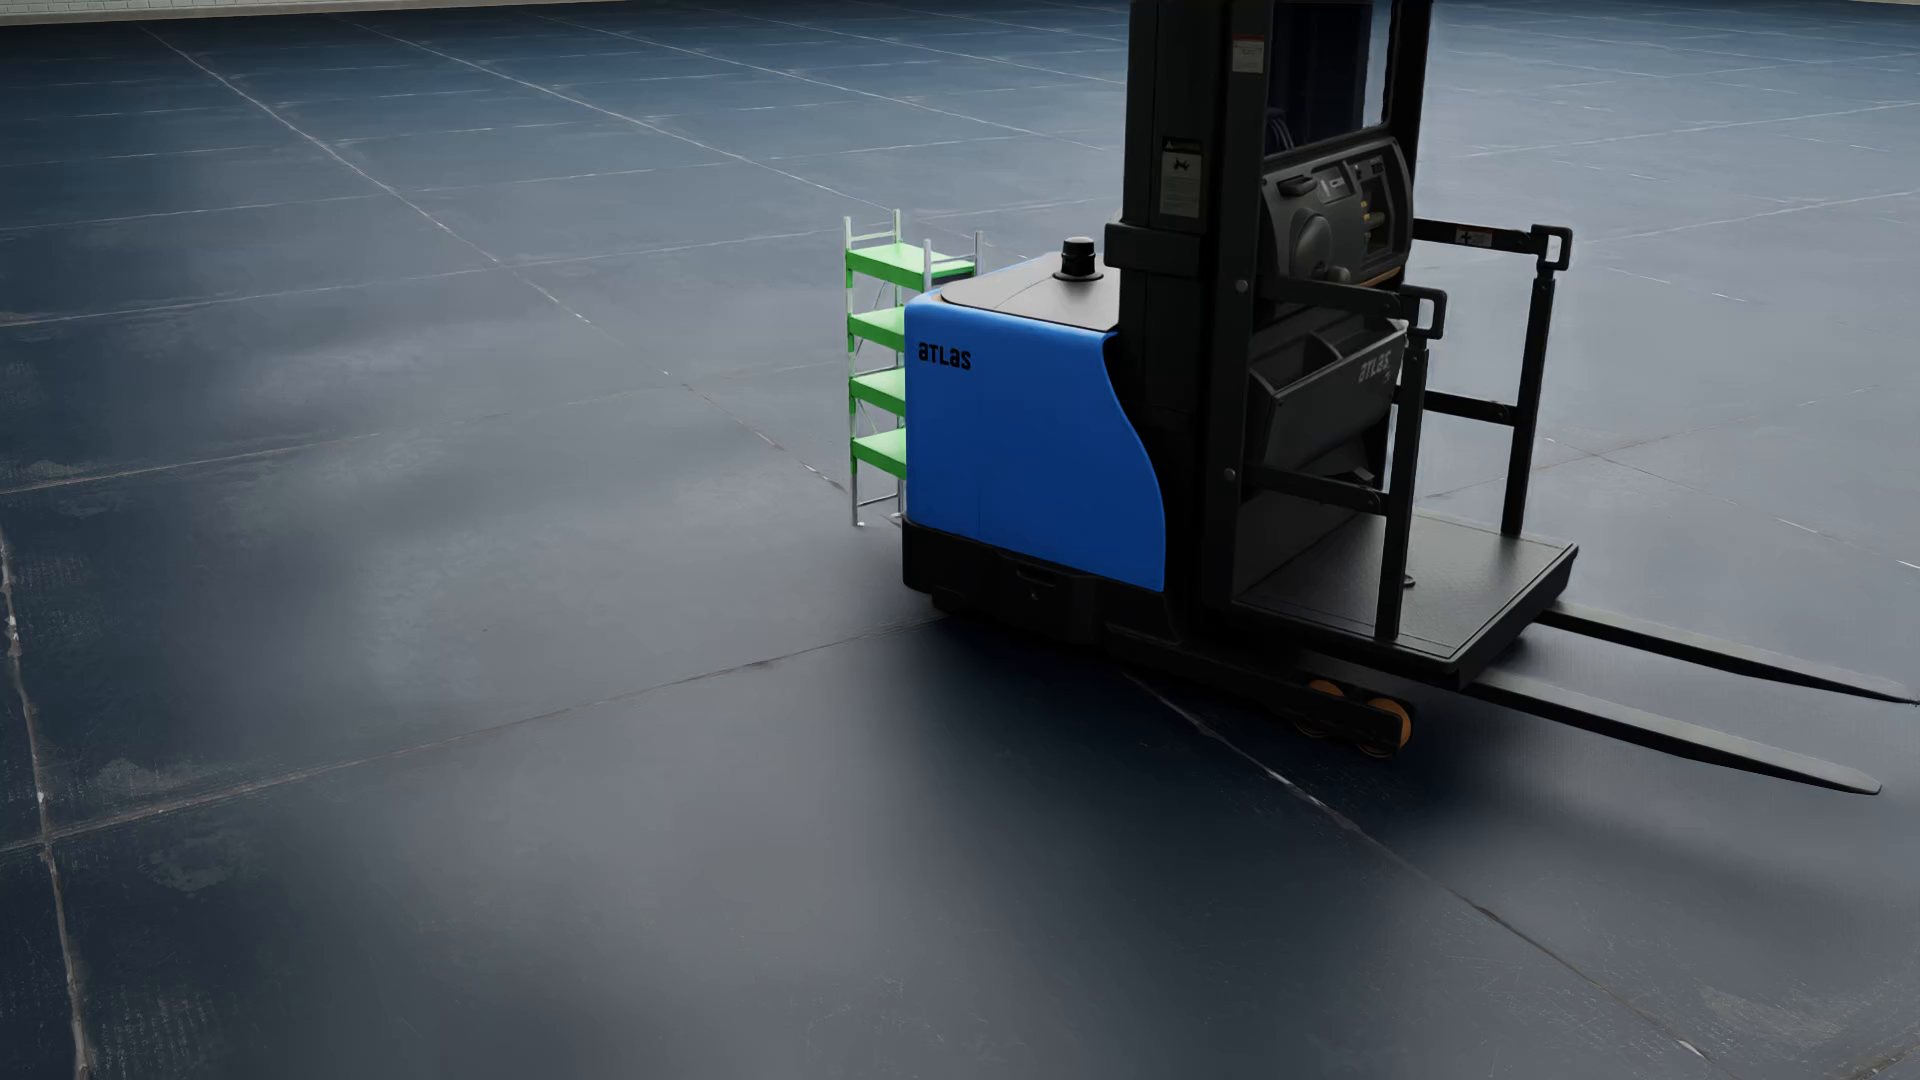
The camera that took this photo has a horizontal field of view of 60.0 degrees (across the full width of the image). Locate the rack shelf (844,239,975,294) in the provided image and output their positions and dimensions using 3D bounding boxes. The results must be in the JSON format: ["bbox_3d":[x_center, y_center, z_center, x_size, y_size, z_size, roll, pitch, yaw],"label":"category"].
[{"bbox_3d":[-0.172,-0.945,5.937,0.258,0.148,0.480,-16,27,-34],"label":"rack shelf"}]

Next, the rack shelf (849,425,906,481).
[{"bbox_3d":[-0.172,-0.278,6.208,0.258,0.148,0.480,-16,27,-34],"label":"rack shelf"}]

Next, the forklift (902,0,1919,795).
[{"bbox_3d":[1.285,-0.959,4.779,3.031,2.935,1.130,16,27,34],"label":"forklift"}]

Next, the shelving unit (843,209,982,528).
[{"bbox_3d":[-0.172,-0.559,6.094,0.258,1.200,0.503,-16,27,-34],"label":"shelving unit"}]

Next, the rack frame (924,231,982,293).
[{"bbox_3d":[-0.024,-0.486,5.914,0.240,1.200,0.015,-16,27,-34],"label":"rack frame"}]

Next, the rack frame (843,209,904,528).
[{"bbox_3d":[-0.320,-0.632,6.274,0.240,1.200,0.015,-16,27,-34],"label":"rack frame"}]

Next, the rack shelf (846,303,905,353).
[{"bbox_3d":[-0.172,-0.722,6.028,0.258,0.148,0.480,-16,27,-34],"label":"rack shelf"}]

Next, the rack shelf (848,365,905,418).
[{"bbox_3d":[-0.172,-0.500,6.118,0.258,0.148,0.480,-16,27,-34],"label":"rack shelf"}]
